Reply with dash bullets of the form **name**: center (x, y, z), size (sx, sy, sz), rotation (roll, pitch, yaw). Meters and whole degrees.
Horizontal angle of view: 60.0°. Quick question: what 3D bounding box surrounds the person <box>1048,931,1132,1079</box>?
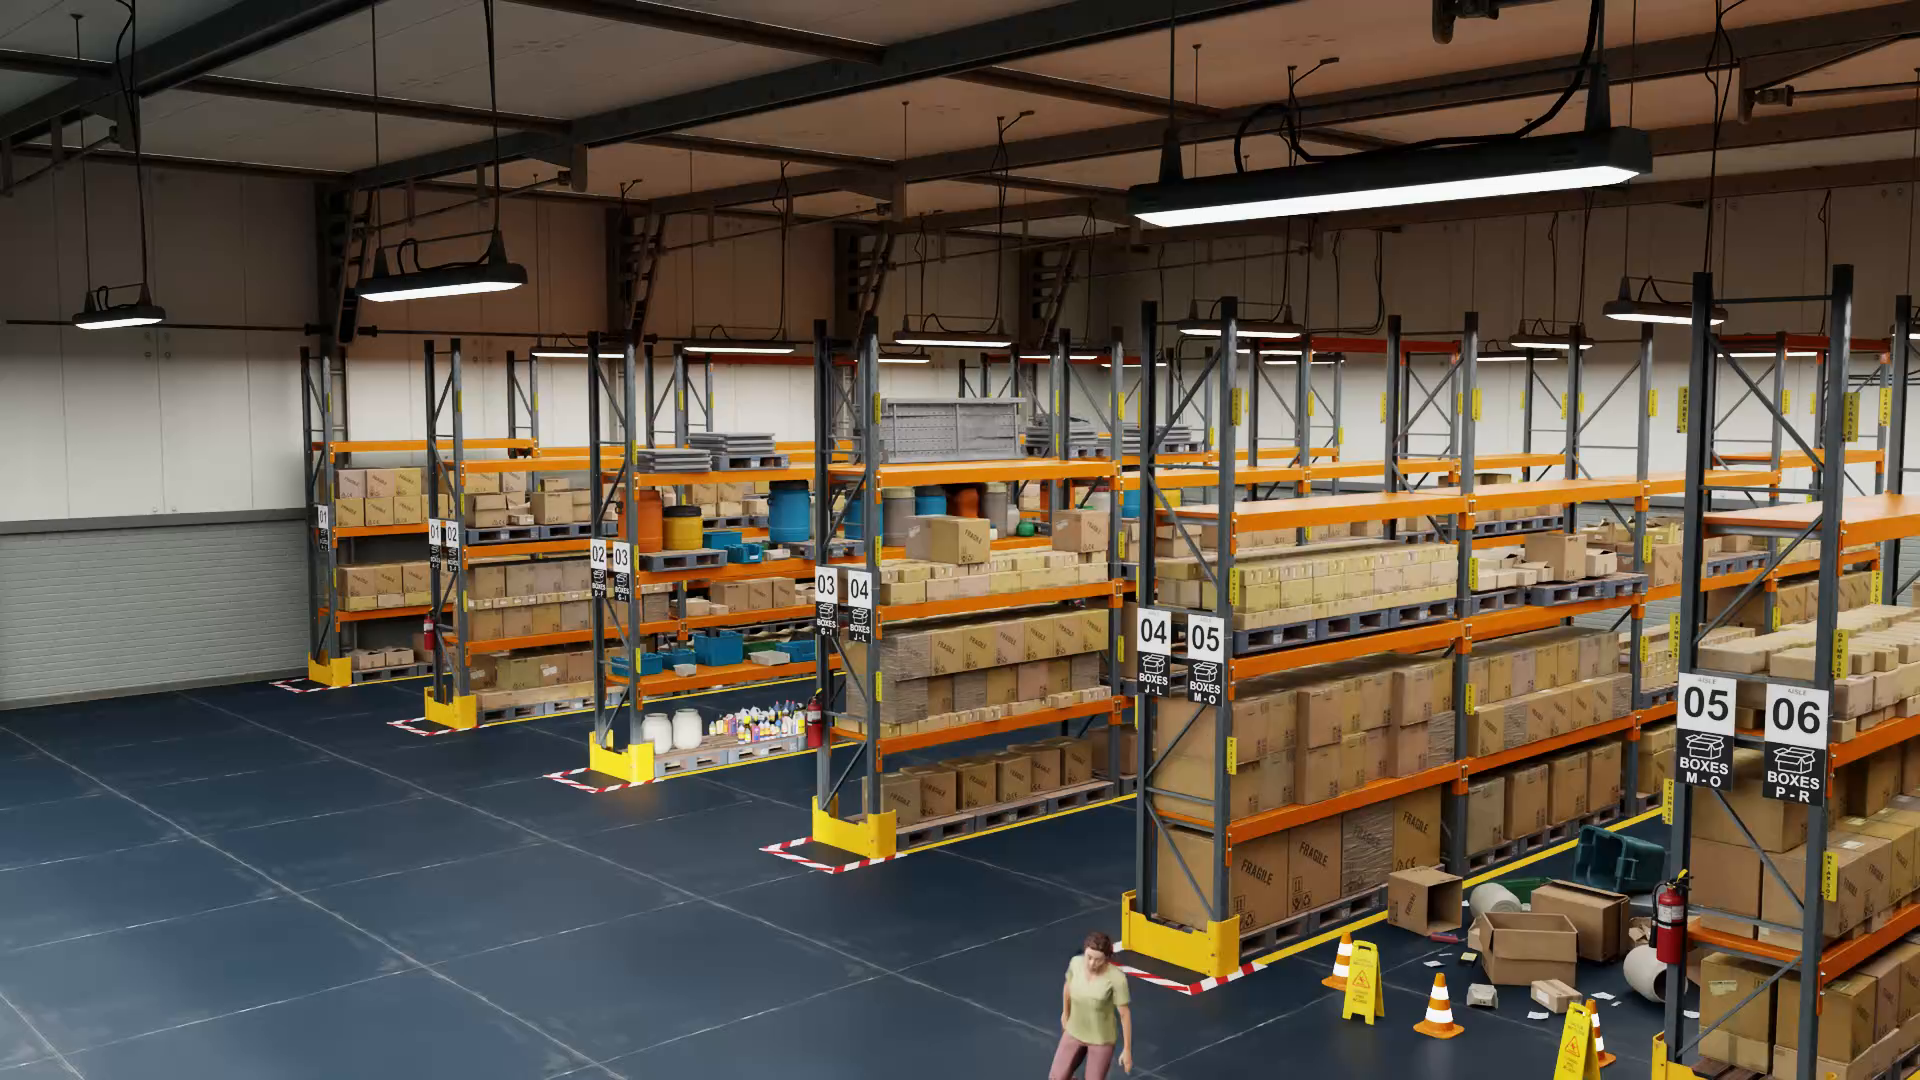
- **person**: center (0.902, 3.369, 11.312), size (0.702, 1.586, 0.602), rotation (3, 6, 29)
